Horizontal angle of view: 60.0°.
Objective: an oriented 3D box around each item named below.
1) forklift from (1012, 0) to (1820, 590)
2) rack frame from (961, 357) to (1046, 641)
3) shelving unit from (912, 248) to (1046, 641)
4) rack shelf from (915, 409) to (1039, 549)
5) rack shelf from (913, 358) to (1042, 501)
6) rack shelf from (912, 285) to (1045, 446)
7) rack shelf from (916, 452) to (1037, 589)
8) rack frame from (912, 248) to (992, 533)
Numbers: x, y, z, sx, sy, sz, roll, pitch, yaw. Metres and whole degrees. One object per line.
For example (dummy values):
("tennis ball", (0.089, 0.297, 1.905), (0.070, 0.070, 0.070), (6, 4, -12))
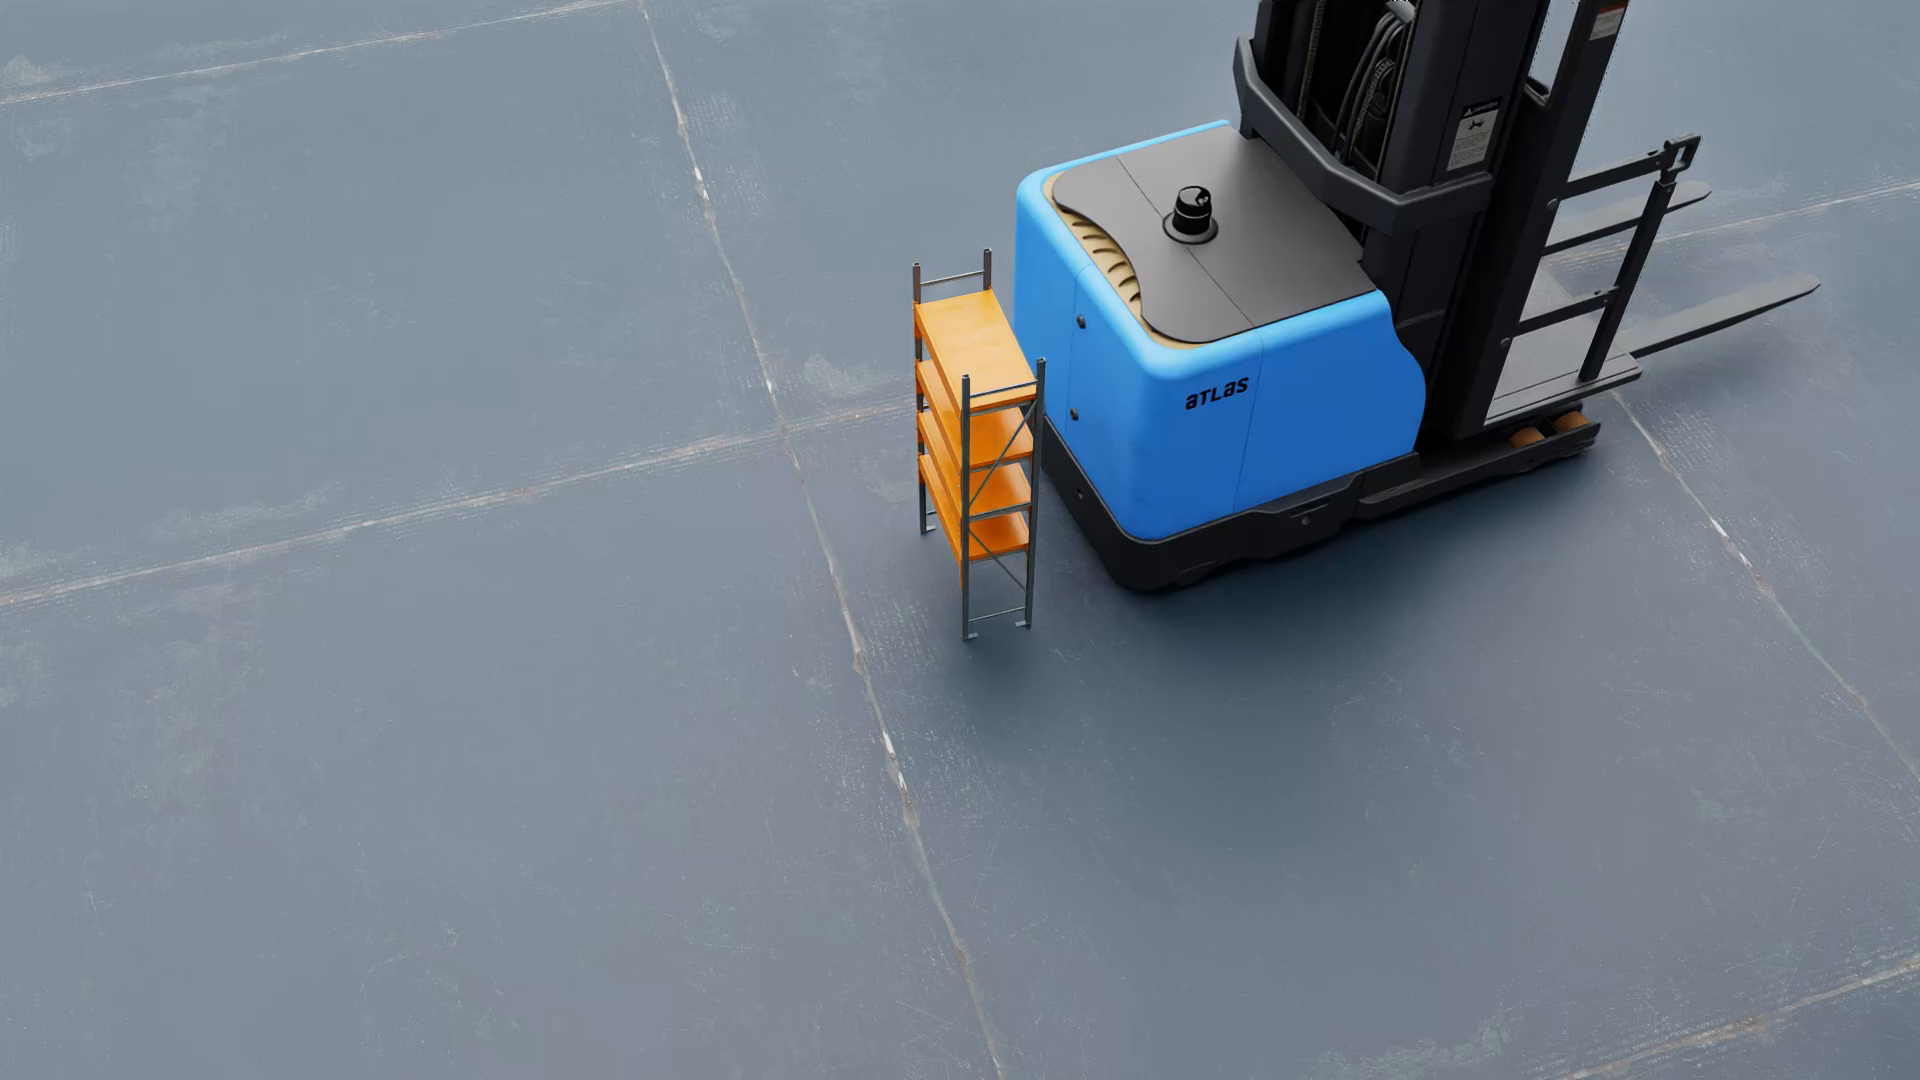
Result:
("forklift", (1.731, -1.539, 5.130), (3.031, 2.935, 1.130), (-19, 52, -15))
("rack frame", (0.121, -0.088, 5.039), (0.240, 1.200, 0.015), (-13, 51, -11))
("shelving unit", (0.049, -0.266, 5.189), (0.258, 1.200, 0.503), (-13, 51, -11))
("rack shelf", (0.049, -0.222, 5.241), (0.258, 0.148, 0.480), (-13, 51, -11))
("rack shelf", (0.049, -0.367, 5.070), (0.258, 0.148, 0.480), (-13, 51, -11))
("rack shelf", (0.049, -0.519, 4.889), (0.258, 0.148, 0.480), (-13, 51, -11))
("rack shelf", (0.049, -0.094, 5.393), (0.258, 0.148, 0.480), (-13, 51, -11))
("rack frame", (-0.023, -0.444, 5.340), (0.240, 1.200, 0.015), (-13, 51, -11))
